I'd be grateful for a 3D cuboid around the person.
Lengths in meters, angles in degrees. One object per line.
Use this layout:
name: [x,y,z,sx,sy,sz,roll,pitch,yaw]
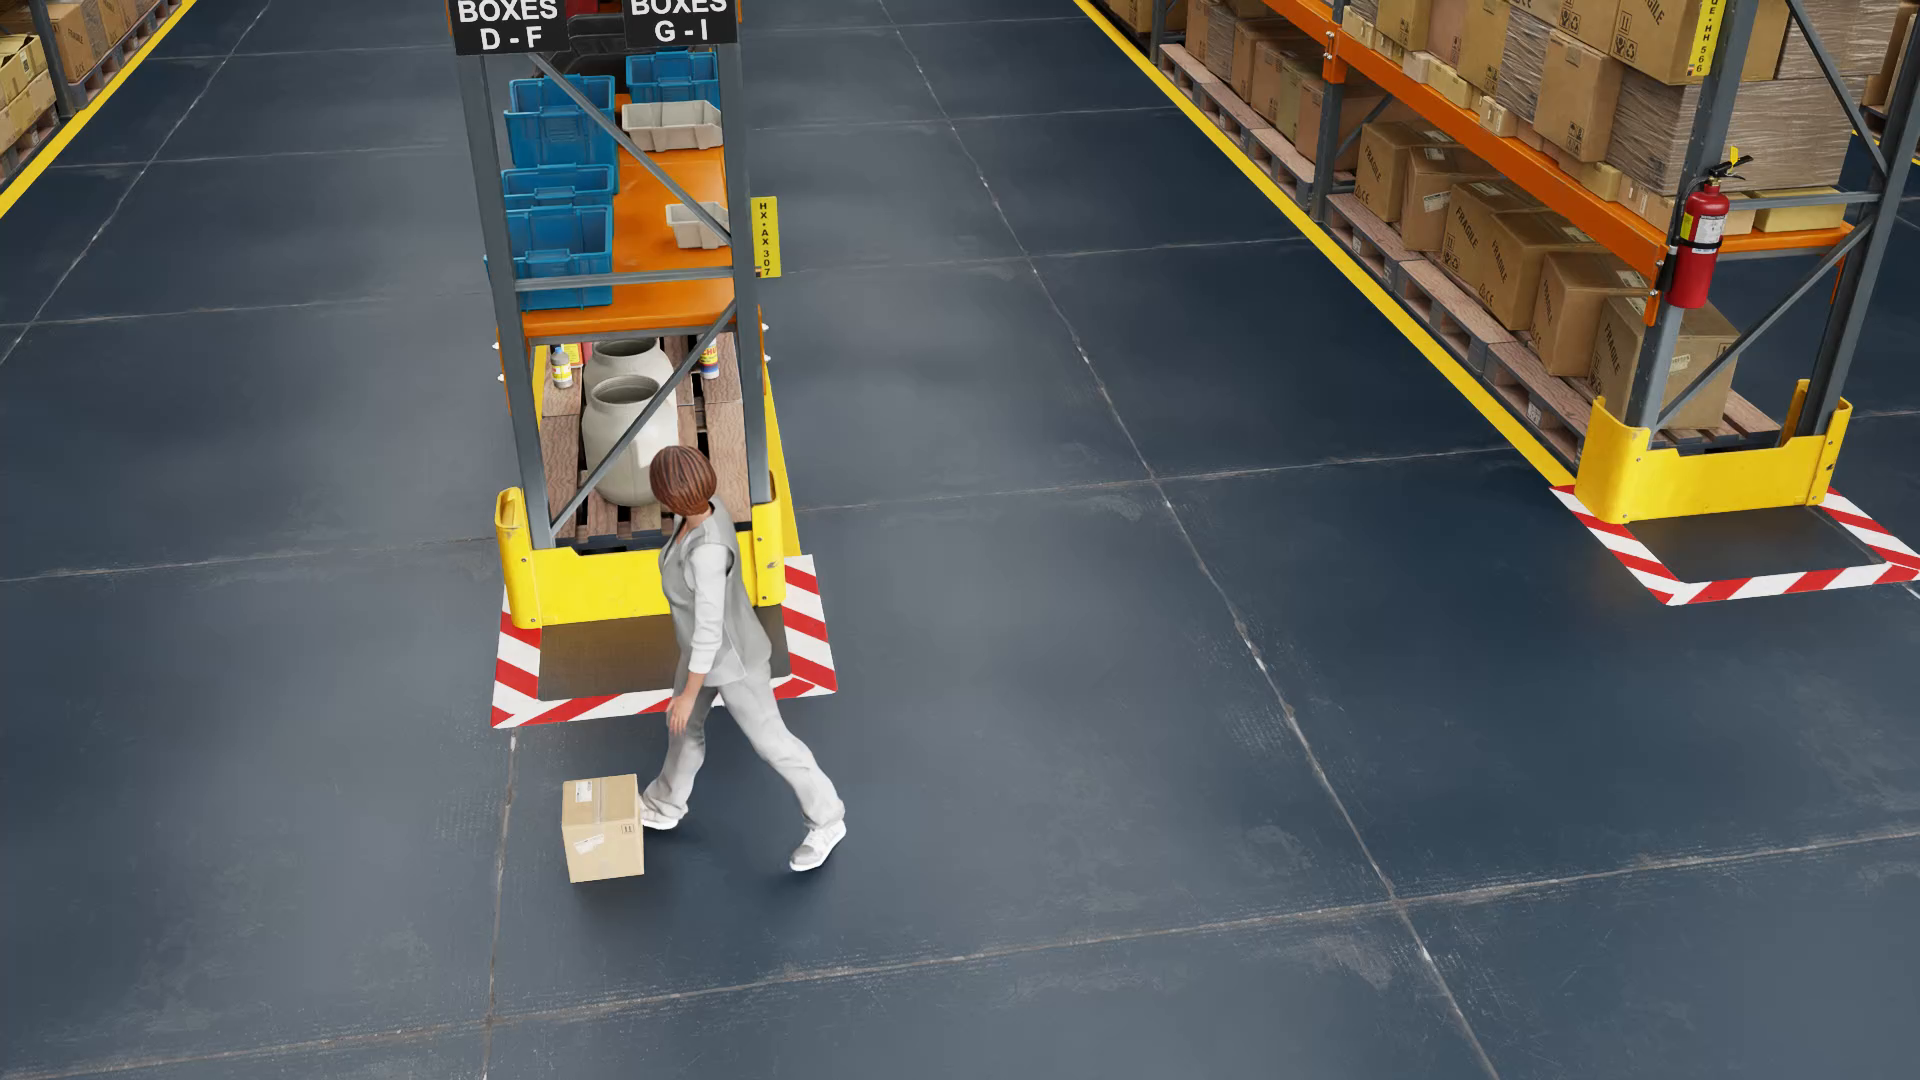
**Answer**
person: [-0.817,0.397,5.476,0.799,1.554,0.538,-11,33,-17]
